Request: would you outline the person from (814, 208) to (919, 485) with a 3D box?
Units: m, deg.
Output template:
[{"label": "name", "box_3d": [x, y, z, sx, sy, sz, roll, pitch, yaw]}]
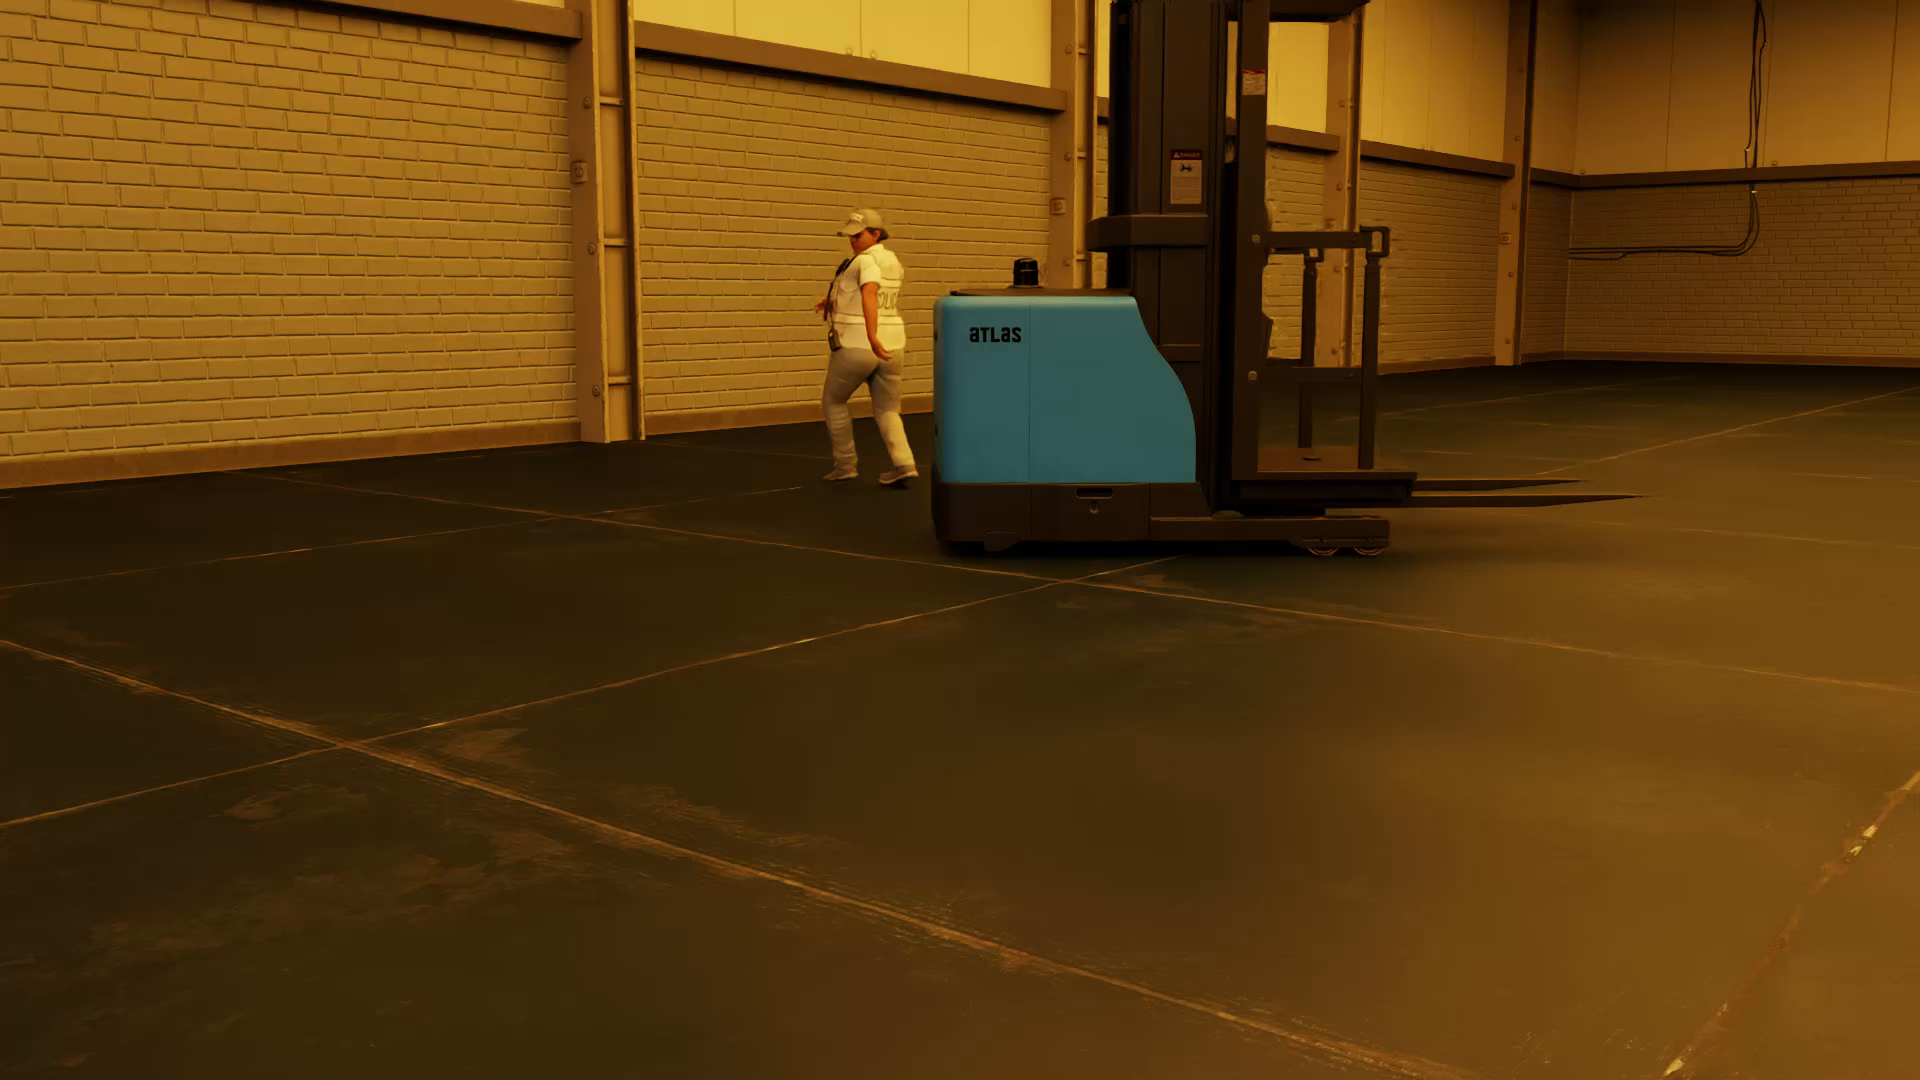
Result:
[{"label": "person", "box_3d": [-0.530, -1.089, 9.546, 0.504, 1.603, 0.888, -7, 11, -38]}]

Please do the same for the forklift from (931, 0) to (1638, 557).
[{"label": "forklift", "box_3d": [1.401, -1.458, 7.245, 3.031, 2.935, 1.130, 0, 8, -3]}]
